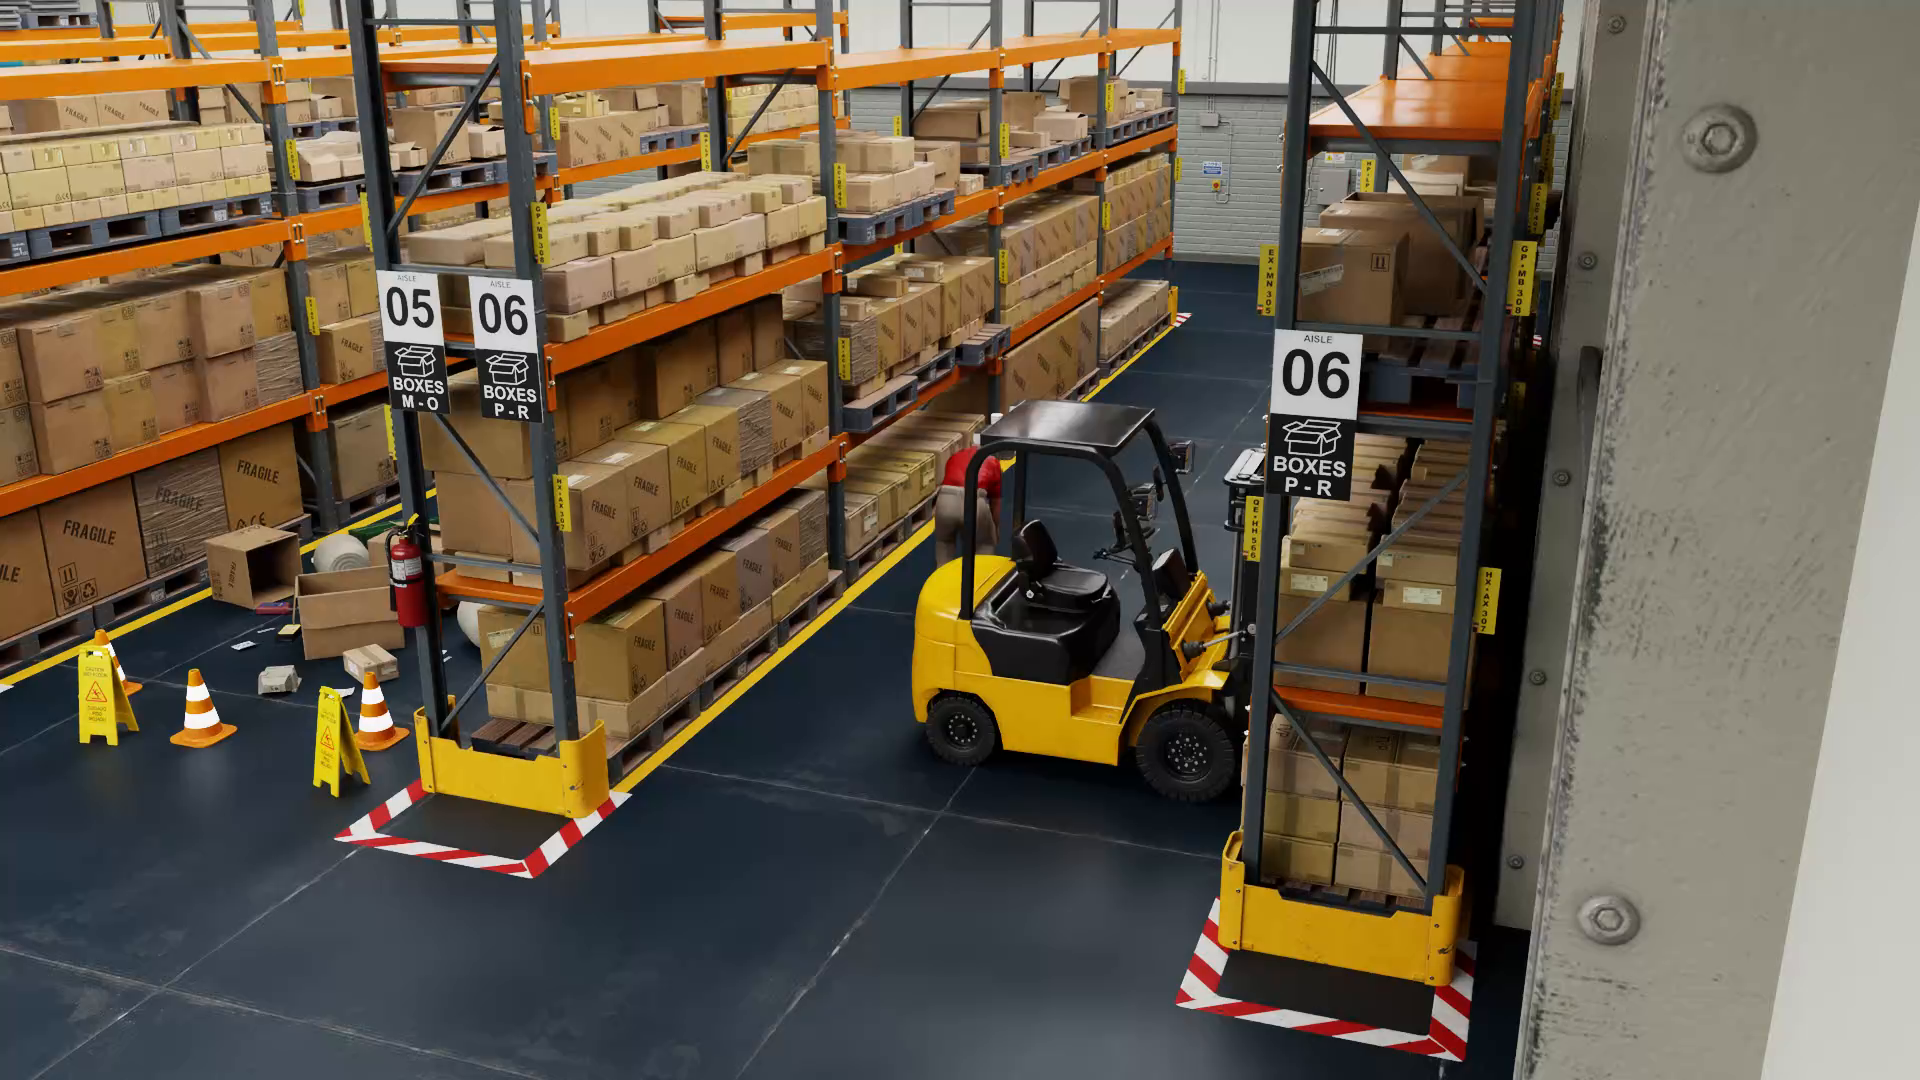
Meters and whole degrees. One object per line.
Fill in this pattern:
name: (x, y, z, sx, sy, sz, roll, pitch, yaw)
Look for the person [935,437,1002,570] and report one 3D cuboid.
person: (0.078, -0.156, 13.323, 0.496, 1.243, 0.916, 5, 19, 14)
